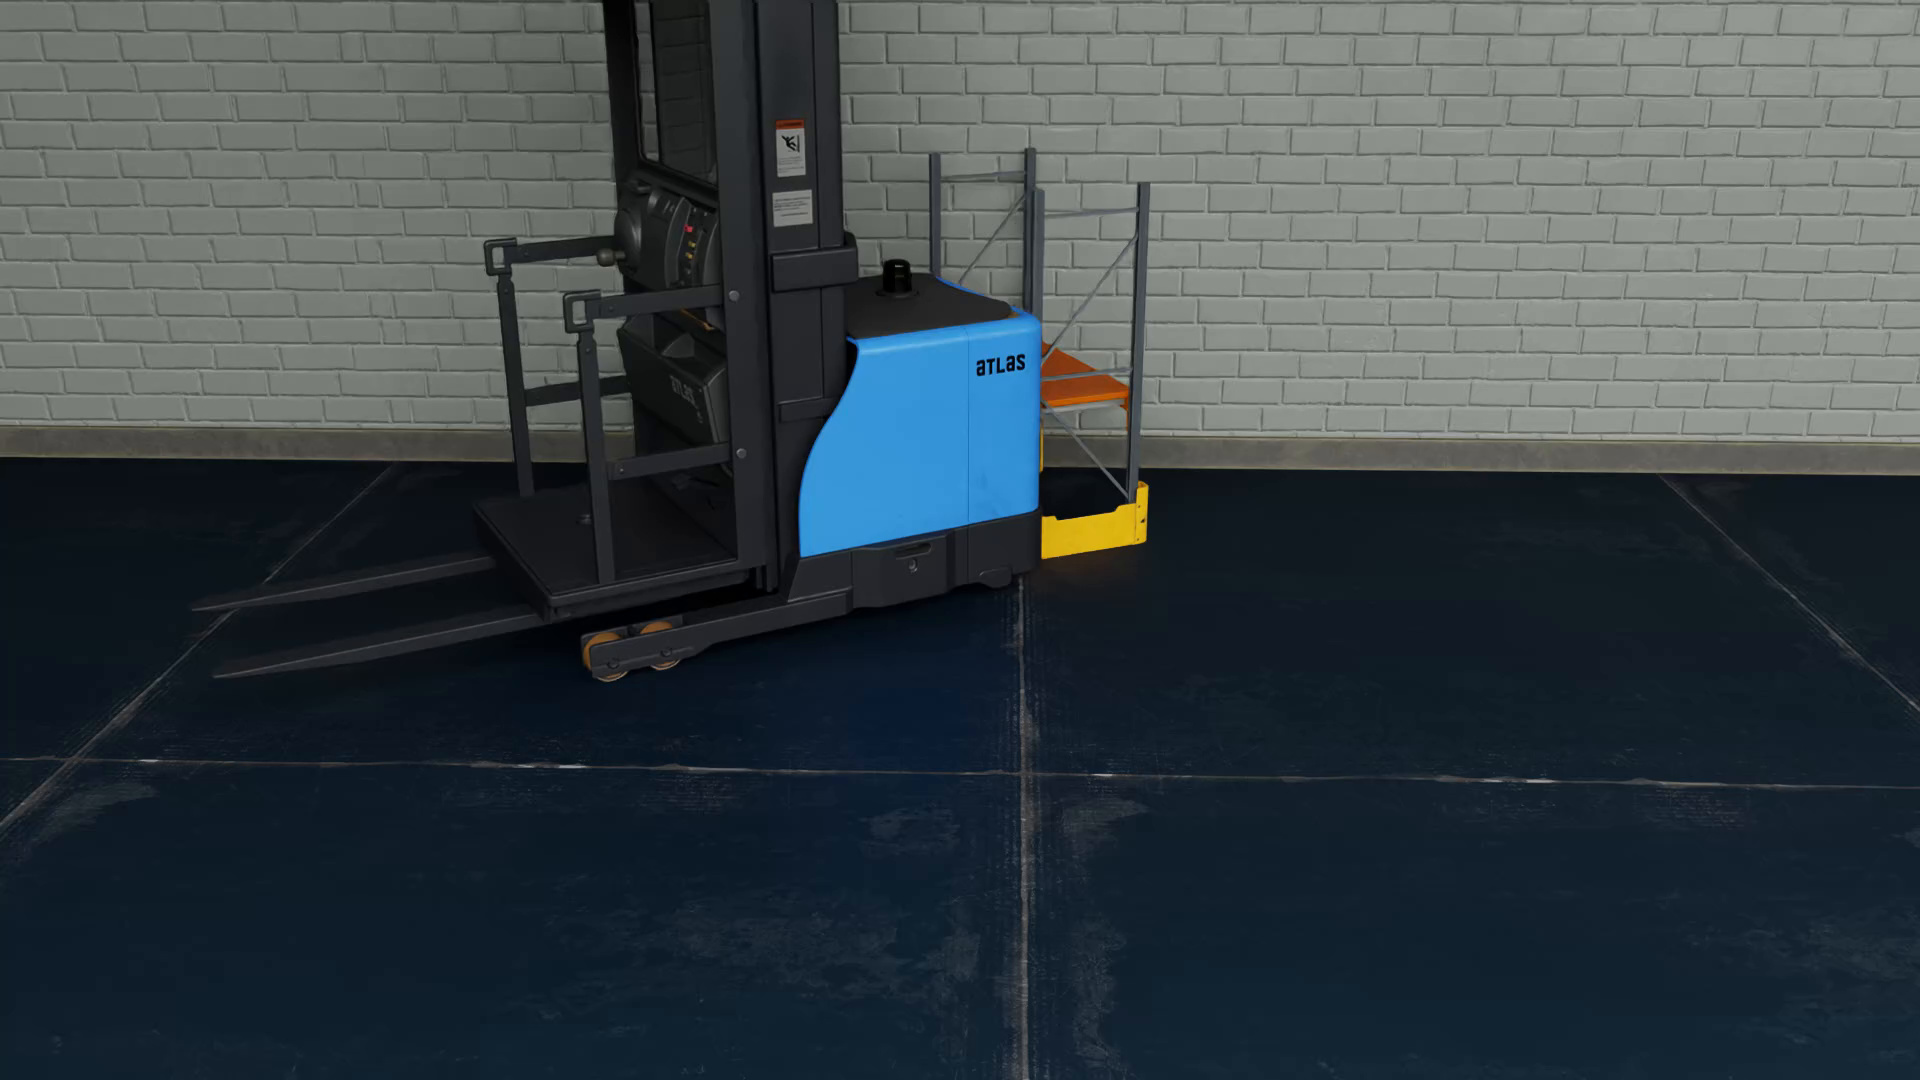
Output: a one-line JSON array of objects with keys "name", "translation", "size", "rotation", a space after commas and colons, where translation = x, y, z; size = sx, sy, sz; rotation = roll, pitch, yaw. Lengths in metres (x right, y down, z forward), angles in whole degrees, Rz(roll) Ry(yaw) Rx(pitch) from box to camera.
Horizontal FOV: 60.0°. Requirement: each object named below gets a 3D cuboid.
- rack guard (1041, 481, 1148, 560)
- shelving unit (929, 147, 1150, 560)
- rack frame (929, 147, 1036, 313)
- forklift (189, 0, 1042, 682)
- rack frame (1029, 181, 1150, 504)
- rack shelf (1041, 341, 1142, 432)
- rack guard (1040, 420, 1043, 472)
[{"name": "rack guard", "translation": [0.505, -0.078, 6.885], "size": [0.587, 0.250, 0.087], "rotation": [-9, 23, -22]}, {"name": "shelving unit", "translation": [0.307, -0.826, 7.084], "size": [0.587, 1.500, 1.083], "rotation": [-9, 23, -22]}, {"name": "rack frame", "translation": [0.101, -0.998, 7.527], "size": [0.500, 1.500, 0.032], "rotation": [-9, 23, -22]}, {"name": "forklift", "translation": [-1.218, -1.094, 5.796], "size": [3.031, 2.935, 1.130], "rotation": [-11, 24, -27]}, {"name": "rack frame", "translation": [0.506, -0.660, 6.657], "size": [0.500, 1.500, 0.032], "rotation": [-9, 23, -22]}, {"name": "rack shelf", "translation": [0.303, -0.661, 7.157], "size": [0.538, 0.185, 1.000], "rotation": [-9, 23, -22]}, {"name": "rack guard", "translation": [0.109, -0.409, 7.736], "size": [0.587, 0.250, 0.087], "rotation": [-9, 23, -22]}]
